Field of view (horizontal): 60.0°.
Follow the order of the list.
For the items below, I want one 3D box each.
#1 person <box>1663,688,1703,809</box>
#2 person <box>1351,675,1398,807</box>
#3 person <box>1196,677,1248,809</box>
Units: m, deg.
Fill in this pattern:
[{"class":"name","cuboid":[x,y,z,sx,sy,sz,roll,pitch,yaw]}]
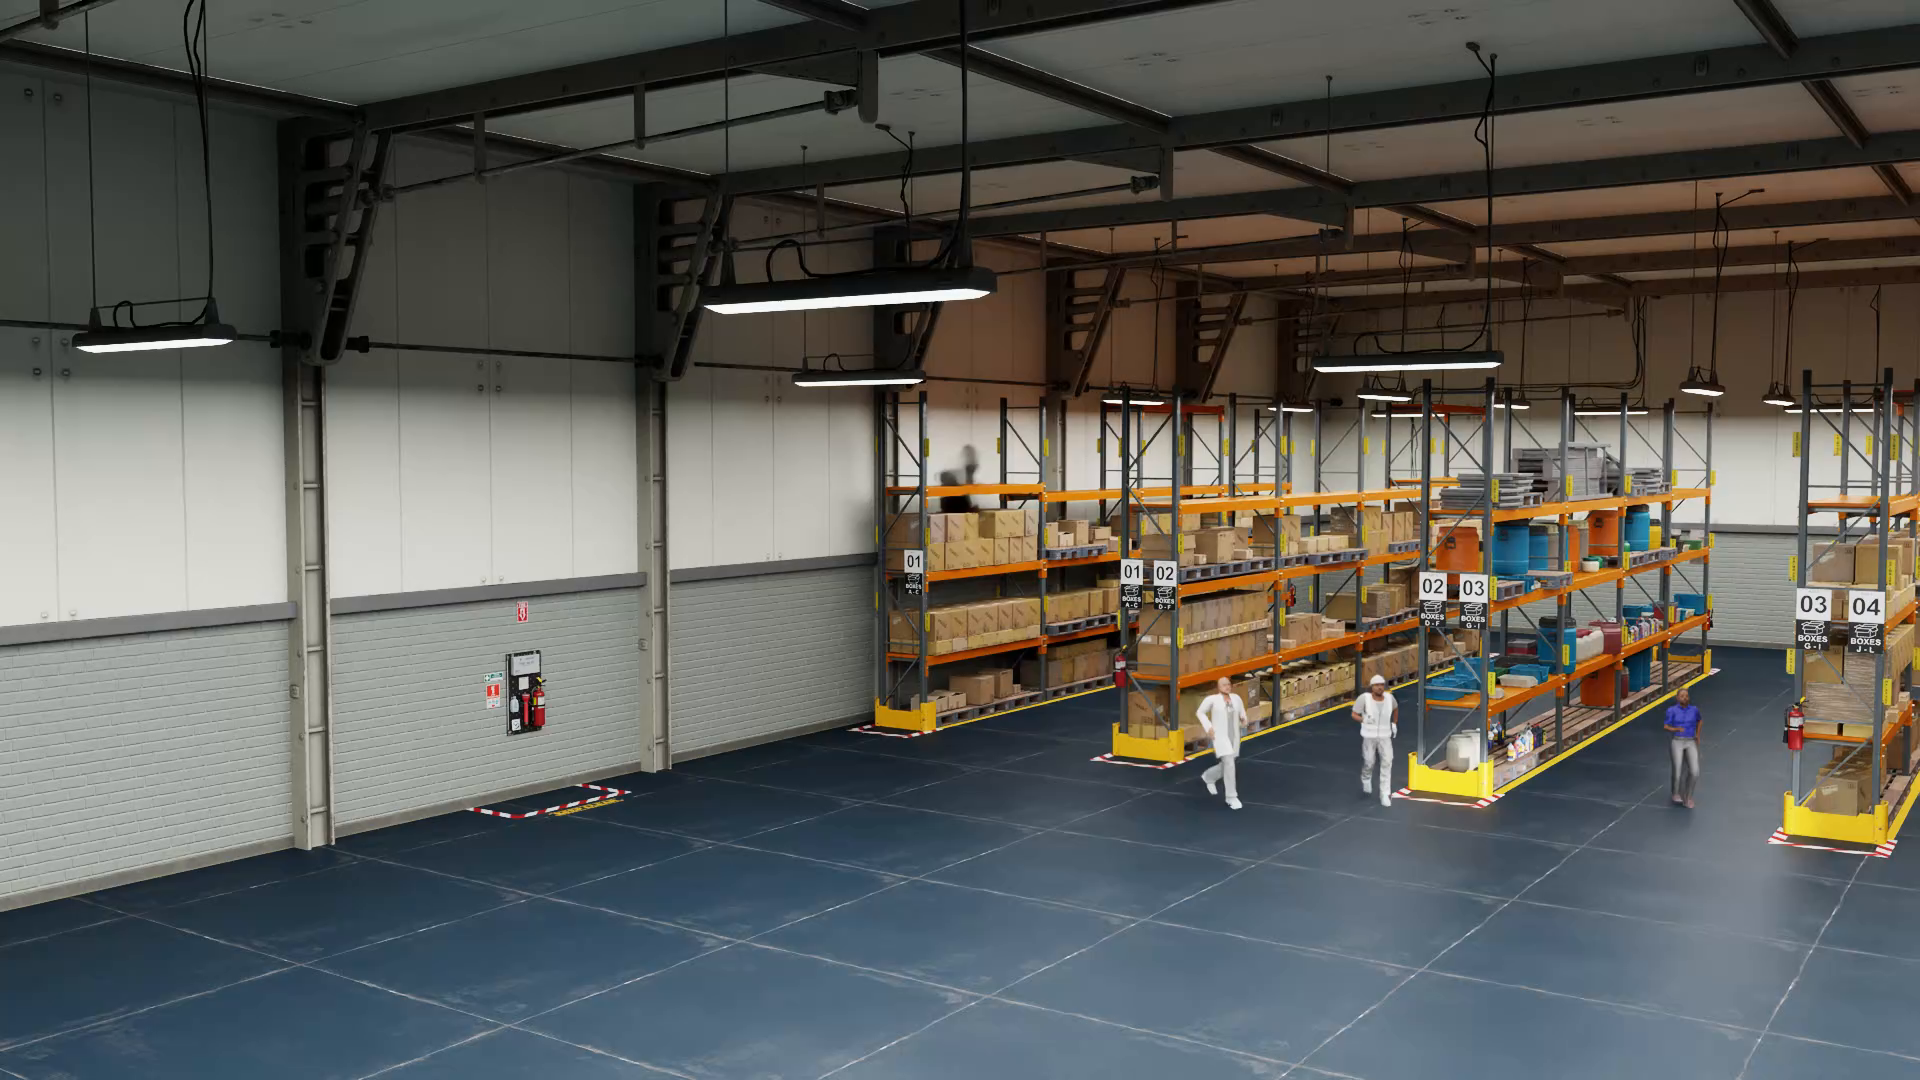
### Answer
[{"class":"person","cuboid":[10.078,2.951,23.141,0.559,1.586,0.677,1,3,12]},{"class":"person","cuboid":[5.895,2.798,23.578,0.711,1.789,0.968,0,3,2]},{"class":"person","cuboid":[3.722,2.816,23.408,0.693,1.792,0.972,-1,4,-25]}]
